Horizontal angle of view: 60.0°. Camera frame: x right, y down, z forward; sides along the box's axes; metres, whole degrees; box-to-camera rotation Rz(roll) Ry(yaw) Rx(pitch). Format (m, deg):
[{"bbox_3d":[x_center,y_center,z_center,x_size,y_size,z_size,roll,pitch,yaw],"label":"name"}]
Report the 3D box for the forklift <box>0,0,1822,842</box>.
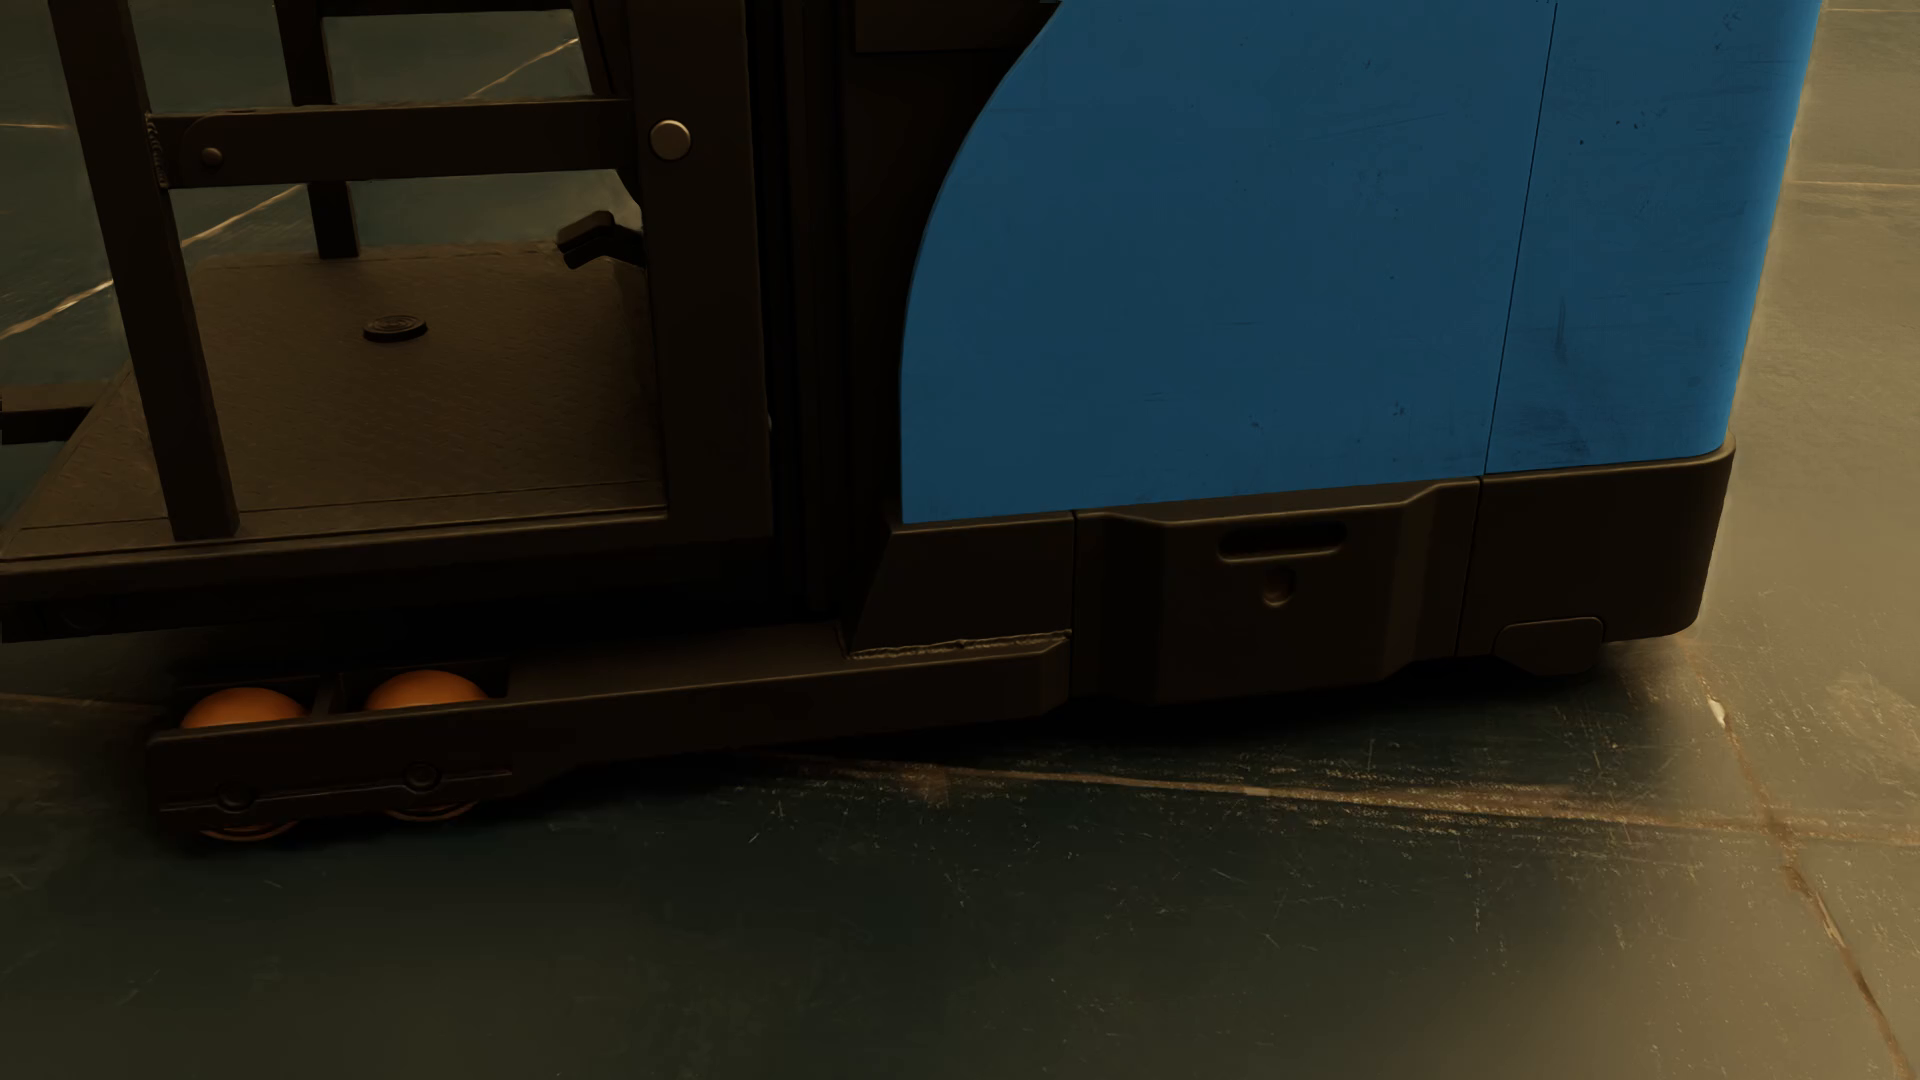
[{"bbox_3d":[-0.606,-1.236,1.693,3.031,2.935,1.130,-5,27,-10],"label":"forklift"}]
